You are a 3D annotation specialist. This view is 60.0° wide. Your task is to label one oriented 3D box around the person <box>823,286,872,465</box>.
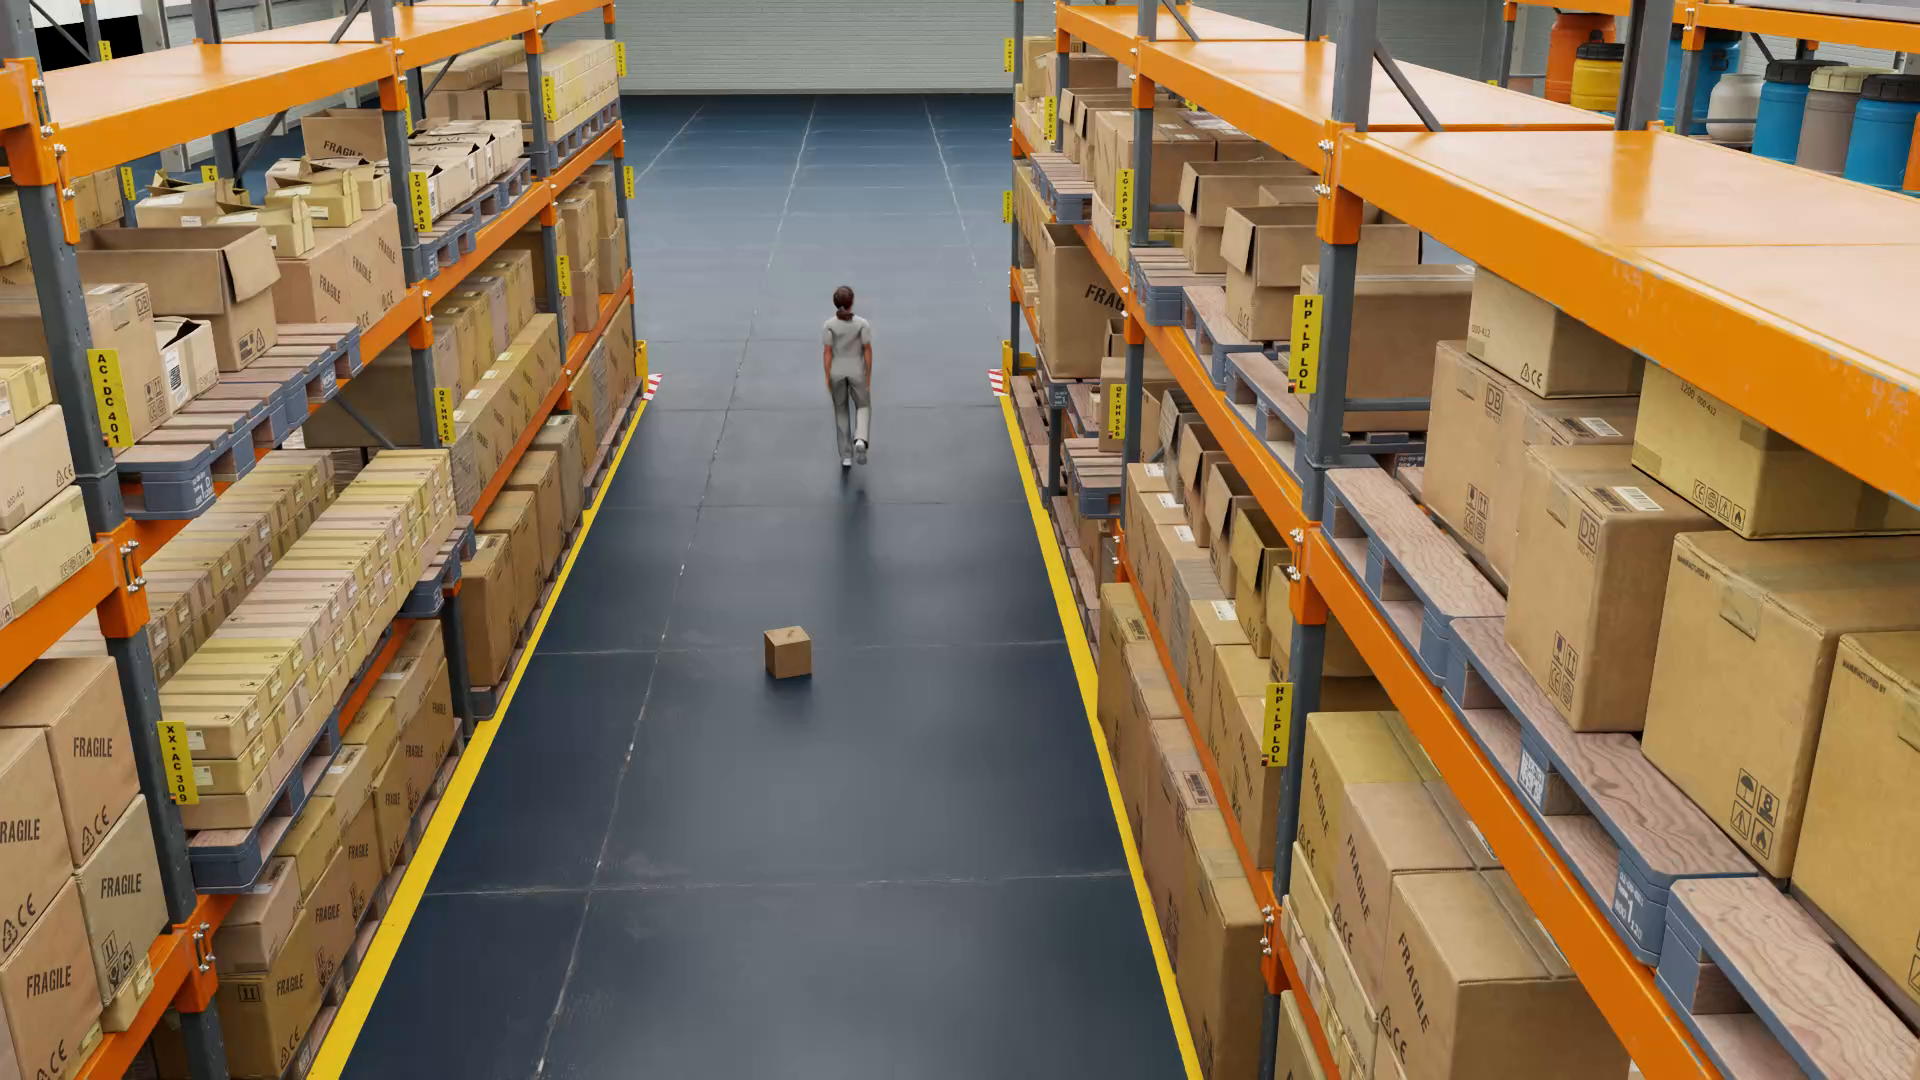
[{"bbox_3d":[-1.004,-1.459,14.937,0.442,1.663,0.572,-1,21,-4],"label":"person"}]
